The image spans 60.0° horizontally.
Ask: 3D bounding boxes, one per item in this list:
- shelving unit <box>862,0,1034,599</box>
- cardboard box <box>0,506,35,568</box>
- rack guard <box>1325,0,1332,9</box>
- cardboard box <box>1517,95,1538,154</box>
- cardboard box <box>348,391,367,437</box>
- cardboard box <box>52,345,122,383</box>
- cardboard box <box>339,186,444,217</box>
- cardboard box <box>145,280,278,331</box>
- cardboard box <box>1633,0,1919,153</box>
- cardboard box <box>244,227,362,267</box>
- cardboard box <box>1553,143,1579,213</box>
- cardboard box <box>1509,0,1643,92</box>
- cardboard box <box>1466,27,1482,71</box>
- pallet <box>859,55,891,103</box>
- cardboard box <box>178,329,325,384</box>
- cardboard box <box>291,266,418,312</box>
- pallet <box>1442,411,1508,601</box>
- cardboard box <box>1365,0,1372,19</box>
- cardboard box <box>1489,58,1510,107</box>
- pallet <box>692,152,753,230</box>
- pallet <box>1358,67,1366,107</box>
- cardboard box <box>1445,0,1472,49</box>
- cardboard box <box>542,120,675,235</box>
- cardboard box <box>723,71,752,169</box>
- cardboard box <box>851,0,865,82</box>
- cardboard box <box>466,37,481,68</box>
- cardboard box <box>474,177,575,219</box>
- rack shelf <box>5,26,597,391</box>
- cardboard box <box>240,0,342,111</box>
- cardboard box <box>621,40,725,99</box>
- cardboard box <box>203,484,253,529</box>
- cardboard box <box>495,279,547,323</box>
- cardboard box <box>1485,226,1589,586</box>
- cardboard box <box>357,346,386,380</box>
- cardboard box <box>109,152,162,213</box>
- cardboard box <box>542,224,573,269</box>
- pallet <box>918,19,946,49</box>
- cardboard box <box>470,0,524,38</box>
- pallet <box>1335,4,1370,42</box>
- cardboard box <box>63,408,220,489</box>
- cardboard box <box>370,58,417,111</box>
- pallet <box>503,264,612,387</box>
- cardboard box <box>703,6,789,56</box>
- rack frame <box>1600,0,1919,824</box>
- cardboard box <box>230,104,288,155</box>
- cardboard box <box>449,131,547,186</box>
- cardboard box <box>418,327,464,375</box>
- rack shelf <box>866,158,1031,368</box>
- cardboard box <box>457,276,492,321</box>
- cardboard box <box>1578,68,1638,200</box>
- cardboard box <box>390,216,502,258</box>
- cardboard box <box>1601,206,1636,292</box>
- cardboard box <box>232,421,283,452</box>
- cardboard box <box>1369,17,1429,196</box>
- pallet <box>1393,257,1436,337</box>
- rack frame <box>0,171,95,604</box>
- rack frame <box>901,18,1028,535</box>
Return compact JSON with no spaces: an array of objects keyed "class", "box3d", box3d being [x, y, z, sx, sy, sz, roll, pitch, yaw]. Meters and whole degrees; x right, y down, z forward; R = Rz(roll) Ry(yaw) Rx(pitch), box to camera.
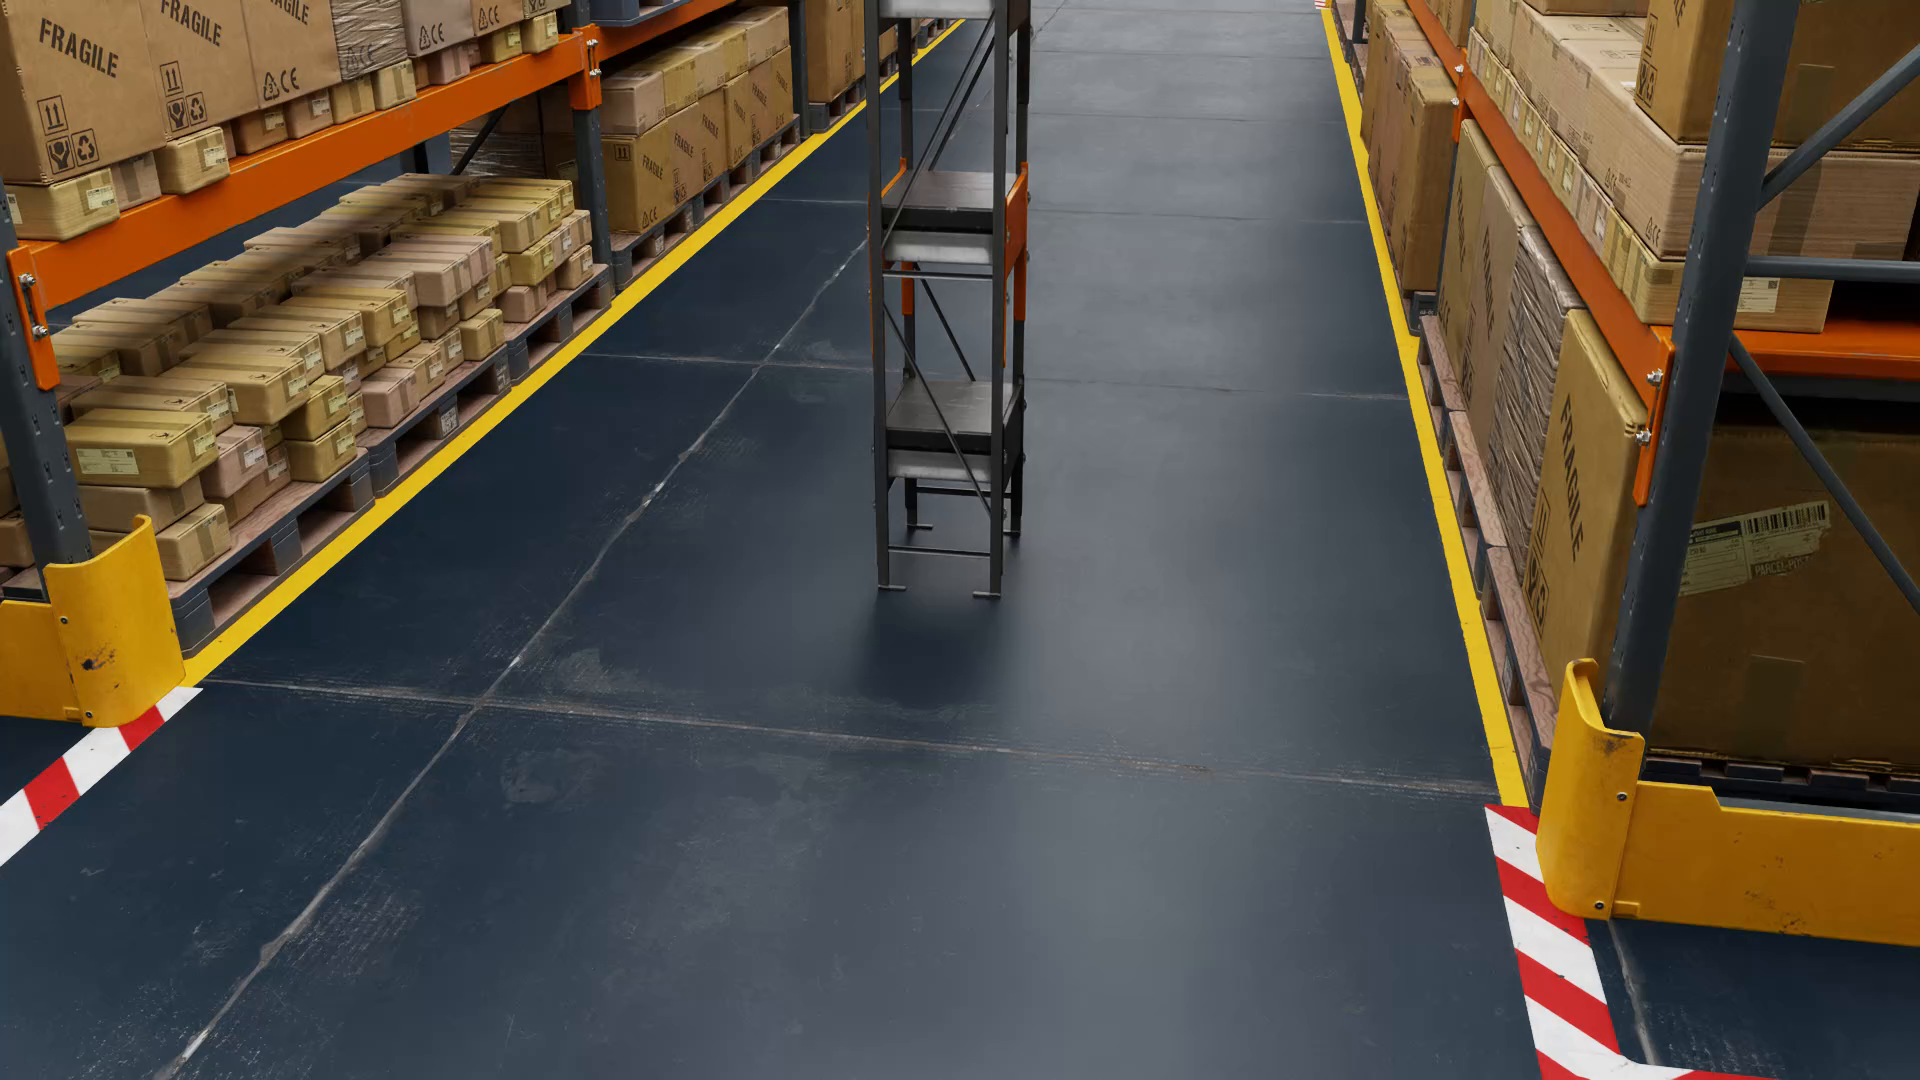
[{"class":"shelving unit","box3d":[-0.027,-0.882,5.157,0.431,2.100,0.503,4,25,9]},{"class":"cardboard box","box3d":[-3.004,-0.045,5.174,0.380,0.149,0.250,4,25,9]},{"class":"rack guard","box3d":[4.595,-6.053,18.092,1.175,0.500,0.348,4,25,9]},{"class":"cardboard box","box3d":[2.017,-1.331,5.352,0.380,0.149,0.250,3,25,7]},{"class":"cardboard box","box3d":[-2.389,-0.439,6.017,0.380,0.149,0.250,4,25,9]},{"class":"cardboard box","box3d":[-3.033,-0.537,5.524,0.380,0.149,0.250,3,25,7]},{"class":"cardboard box","box3d":[-2.594,-1.511,7.607,0.380,0.149,0.250,5,26,11]},{"class":"cardboard box","box3d":[-2.786,-0.859,6.213,0.380,0.149,0.250,3,25,7]},{"class":"cardboard box","box3d":[1.813,-1.153,3.617,0.500,0.500,0.500,4,25,9]},{"class":"cardboard box","box3d":[-2.729,-1.191,6.922,0.380,0.149,0.250,5,25,10]},{"class":"cardboard box","box3d":[1.892,-1.010,4.666,0.380,0.149,0.250,3,25,7]},{"class":"cardboard box","box3d":[2.146,-1.662,5.588,0.500,0.250,0.500,5,25,10]},{"class":"cardboard box","box3d":[2.270,-1.983,6.746,0.380,0.149,0.250,4,25,9]},{"class":"pallet","box3d":[-1.172,-3.827,13.677,1.003,0.211,1.213,4,25,9]},{"class":"cardboard box","box3d":[-2.410,-0.605,5.669,0.380,0.149,0.250,3,25,6]},{"class":"cardboard box","box3d":[-2.321,-0.938,6.382,0.380,0.149,0.250,4,25,9]},{"class":"pallet","box3d":[2.248,-0.111,5.737,1.003,0.211,1.213,4,25,9]},{"class":"cardboard box","box3d":[4.169,-5.272,15.927,0.500,0.500,0.500,2,25,4]},{"class":"cardboard box","box3d":[2.143,-1.653,6.040,0.380,0.149,0.250,3,25,7]},{"class":"pallet","box3d":[-1.907,-2.158,10.112,1.003,0.211,1.213,4,25,9]},{"class":"pallet","box3d":[3.631,-3.443,12.857,1.003,0.211,1.213,4,25,9]},{"class":"cardboard box","box3d":[2.454,-2.458,7.344,0.500,0.500,0.500,4,25,9]},{"class":"cardboard box","box3d":[-1.848,-1.933,8.794,0.500,0.500,0.500,5,26,11]},{"class":"cardboard box","box3d":[-1.585,-2.582,10.182,0.500,0.500,0.500,3,25,6]},{"class":"cardboard box","box3d":[-1.249,-4.042,13.006,1.050,0.750,0.750,4,25,9]},{"class":"cardboard box","box3d":[-2.193,-2.008,6.799,0.380,0.149,0.250,3,25,7]},{"class":"cardboard box","box3d":[-2.032,-1.585,7.765,0.380,0.149,0.250,5,25,10]},{"class":"rack shelf","box3d":[-2.557,-1.422,6.097,1.077,0.370,4.000,4,25,9]},{"class":"cardboard box","box3d":[-2.383,-1.689,5.352,0.500,0.500,0.500,4,25,9]},{"class":"cardboard box","box3d":[-1.676,-2.708,9.566,0.500,0.250,0.500,5,26,11]},{"class":"cardboard box","box3d":[-2.521,-0.122,5.340,0.380,0.149,0.250,4,25,8]},{"class":"cardboard box","box3d":[-2.063,-1.077,7.381,0.380,0.149,0.250,3,25,7]},{"class":"cardboard box","box3d":[2.167,-0.407,5.091,0.875,0.875,0.875,4,25,9]},{"class":"cardboard box","box3d":[-2.390,-0.699,6.221,0.380,0.149,0.250,5,26,11]},{"class":"cardboard box","box3d":[-2.507,-1.019,4.685,0.380,0.149,0.250,5,26,10]},{"class":"cardboard box","box3d":[-2.000,-1.350,7.612,0.380,0.149,0.250,3,25,6]},{"class":"pallet","box3d":[-0.721,-4.979,16.139,1.003,0.211,1.213,4,25,9]},{"class":"cardboard box","box3d":[-2.117,-2.325,6.710,0.500,0.500,0.500,3,25,7]},{"class":"pallet","box3d":[4.226,-5.076,16.345,1.003,0.211,1.213,4,25,9]},{"class":"cardboard box","box3d":[-2.463,-0.275,4.965,0.380,0.149,0.250,3,25,6]},{"class":"cardboard box","box3d":[-2.230,-1.676,6.088,0.380,0.149,0.250,5,25,10]},{"class":"pallet","box3d":[-2.305,-1.038,7.718,1.003,0.211,1.213,4,25,9]},{"class":"cardboard box","box3d":[-1.430,-3.350,10.938,0.500,0.250,0.500,3,25,7]},{"class":"rack frame","box3d":[1.993,-0.525,3.333,1.000,3.000,0.127,4,25,9]},{"class":"cardboard box","box3d":[-2.434,-1.358,5.409,0.380,0.149,0.250,4,25,8]},{"class":"cardboard box","box3d":[-2.358,-1.969,8.871,0.500,0.500,0.500,4,25,8]},{"class":"cardboard box","box3d":[-2.236,-0.758,6.698,0.380,0.149,0.250,4,25,10]},{"class":"rack shelf","box3d":[-0.027,-0.869,5.163,0.431,0.518,0.480,4,25,9]},{"class":"cardboard box","box3d":[-2.187,-1.030,6.930,0.380,0.149,0.250,5,25,10]},{"class":"cardboard box","box3d":[1.894,-1.025,4.227,0.500,0.250,0.500,4,25,8]},{"class":"cardboard box","box3d":[-2.187,-1.268,7.087,0.380,0.149,0.250,5,26,10]},{"class":"cardboard box","box3d":[1.767,-0.692,3.986,0.380,0.149,0.250,4,25,9]},{"class":"cardboard box","box3d":[-2.492,-0.365,5.508,0.380,0.149,0.250,4,25,9]},{"class":"cardboard box","box3d":[3.014,-2.439,9.434,1.225,0.875,0.875,4,25,9]},{"class":"pallet","box3d":[2.698,-1.263,8.199,1.003,0.211,1.213,4,25,9]},{"class":"rack frame","box3d":[-2.884,-0.911,4.158,1.000,3.000,0.127,4,25,9]},{"class":"rack frame","box3d":[0.013,-0.984,5.375,0.400,2.100,0.015,4,25,9]}]
